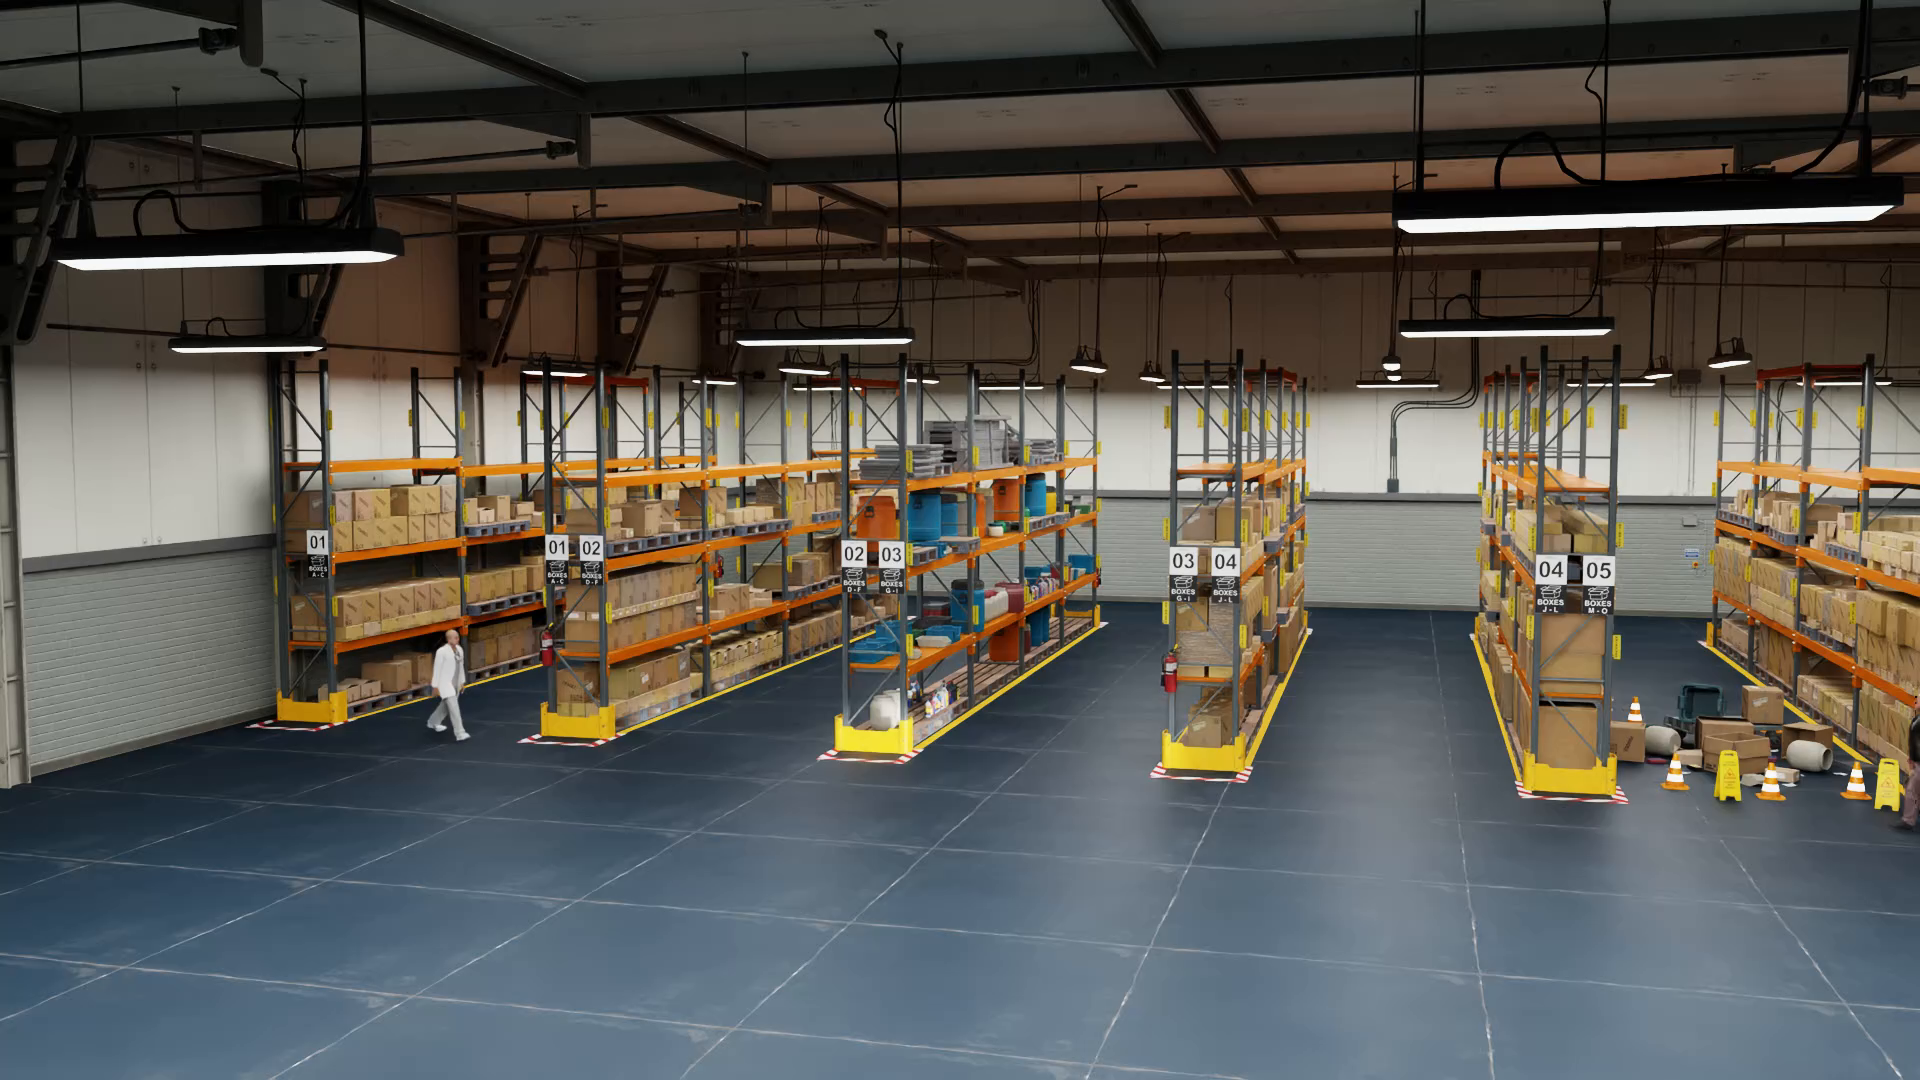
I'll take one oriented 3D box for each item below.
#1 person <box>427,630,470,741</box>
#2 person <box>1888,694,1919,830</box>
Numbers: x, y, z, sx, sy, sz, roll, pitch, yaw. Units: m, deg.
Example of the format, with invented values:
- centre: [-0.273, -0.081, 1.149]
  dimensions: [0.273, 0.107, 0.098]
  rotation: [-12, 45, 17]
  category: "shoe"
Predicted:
- centre: [-8.049, 2.264, 26.180]
  dimensions: [1.206, 1.718, 0.614]
  rotation: [3, 5, 32]
  category: "person"
- centre: [11.829, 2.696, 20.281]
  dimensions: [0.964, 1.690, 0.558]
  rotation: [1, 4, 8]
  category: "person"
